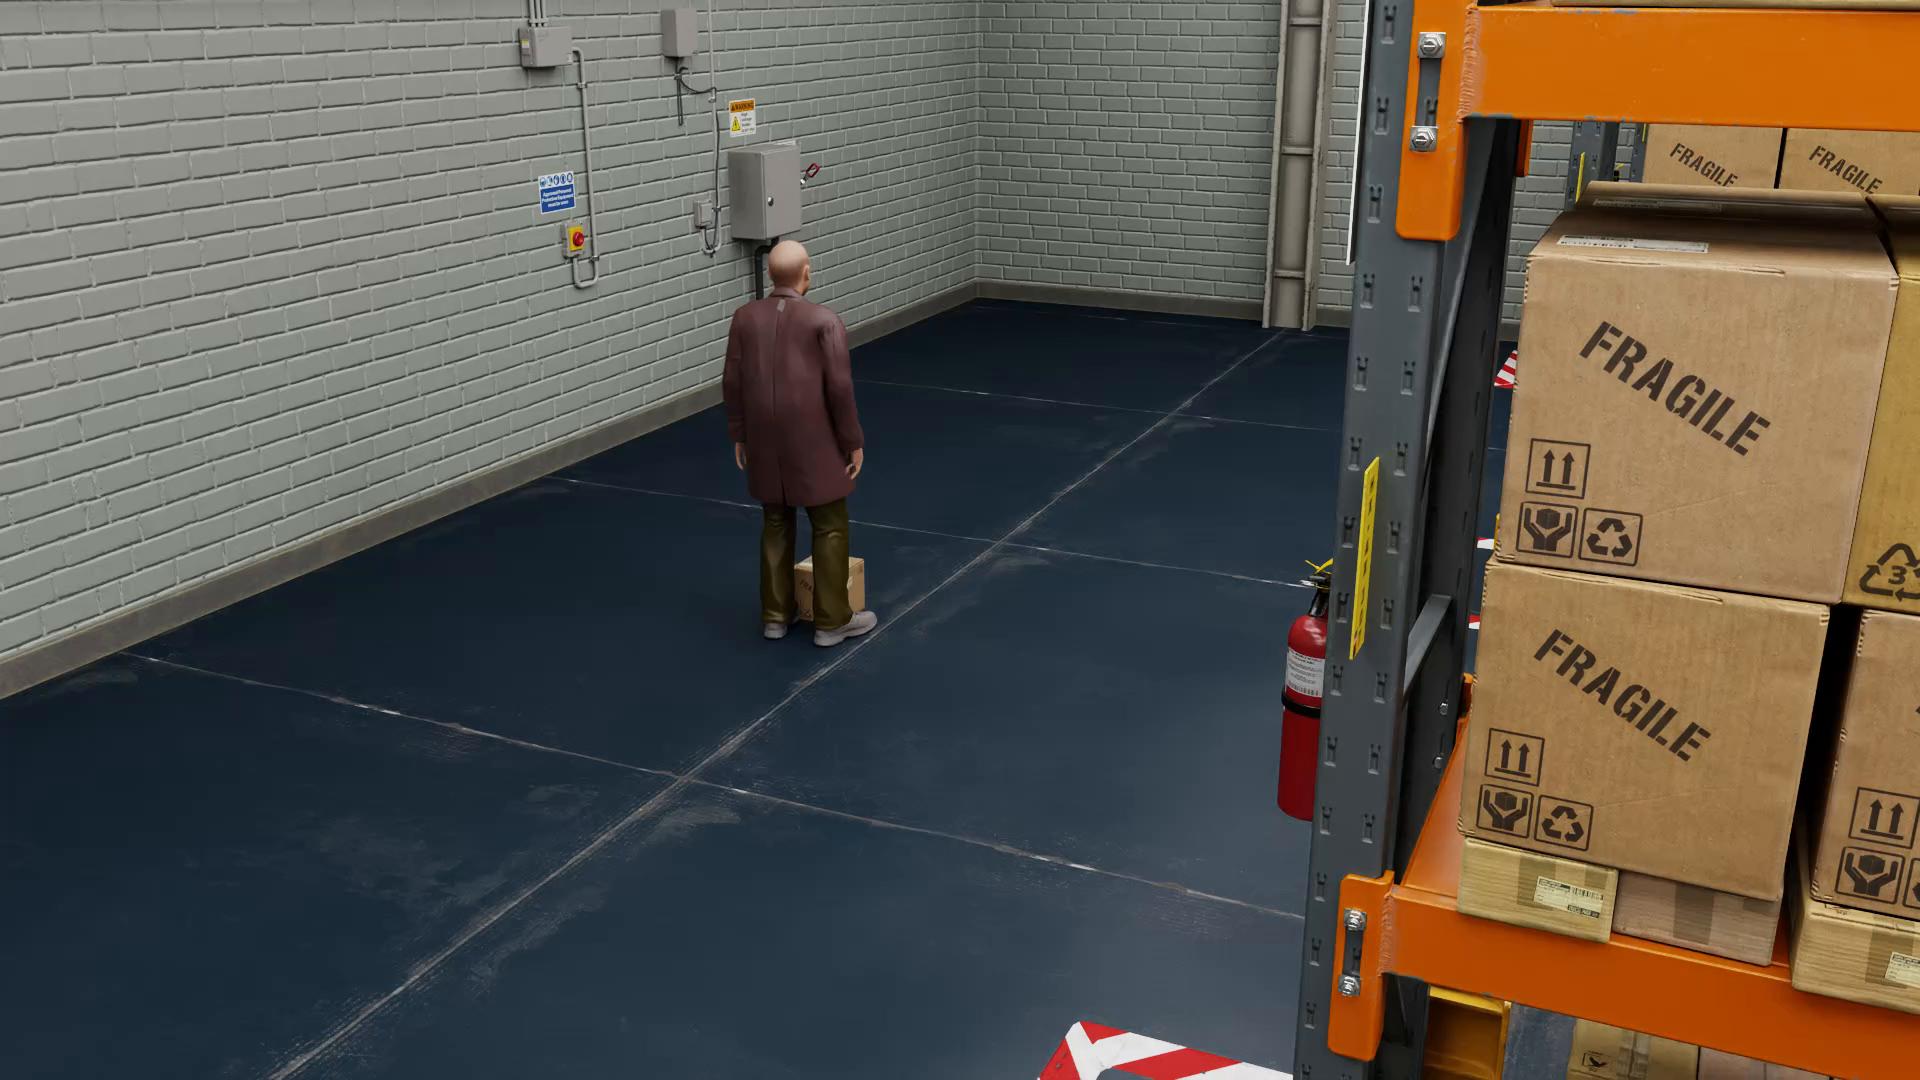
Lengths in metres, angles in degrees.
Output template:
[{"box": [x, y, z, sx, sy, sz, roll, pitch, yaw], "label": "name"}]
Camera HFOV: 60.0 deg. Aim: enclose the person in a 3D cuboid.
[{"box": [-0.726, -0.392, 7.343, 0.651, 1.708, 0.428, 7, 20, 20], "label": "person"}]
